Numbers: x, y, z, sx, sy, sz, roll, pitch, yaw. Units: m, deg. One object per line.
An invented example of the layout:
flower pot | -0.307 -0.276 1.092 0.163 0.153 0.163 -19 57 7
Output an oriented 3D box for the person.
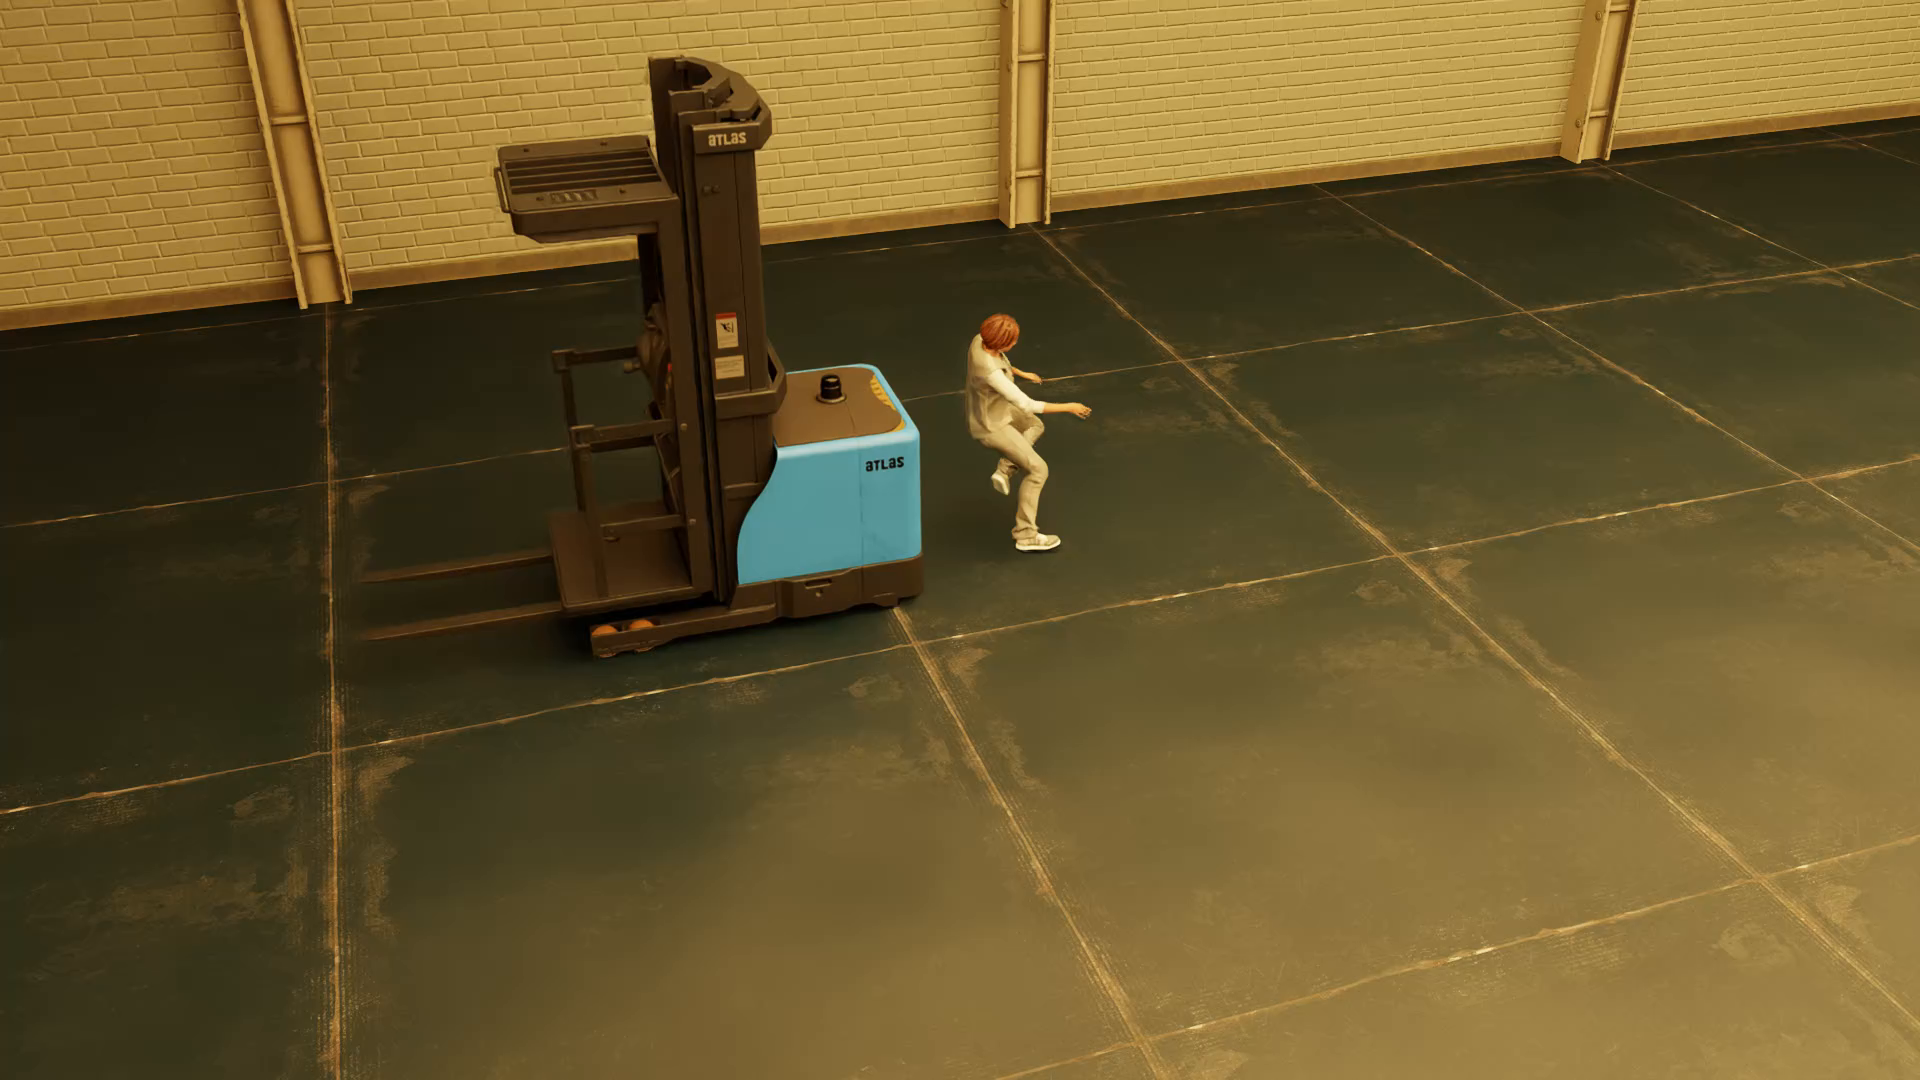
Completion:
person | 0.389 -0.712 9.854 0.698 1.393 0.720 -3 30 -6

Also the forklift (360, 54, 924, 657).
forklift | -1.778 -0.935 8.712 3.031 2.935 1.130 -9 31 -15
